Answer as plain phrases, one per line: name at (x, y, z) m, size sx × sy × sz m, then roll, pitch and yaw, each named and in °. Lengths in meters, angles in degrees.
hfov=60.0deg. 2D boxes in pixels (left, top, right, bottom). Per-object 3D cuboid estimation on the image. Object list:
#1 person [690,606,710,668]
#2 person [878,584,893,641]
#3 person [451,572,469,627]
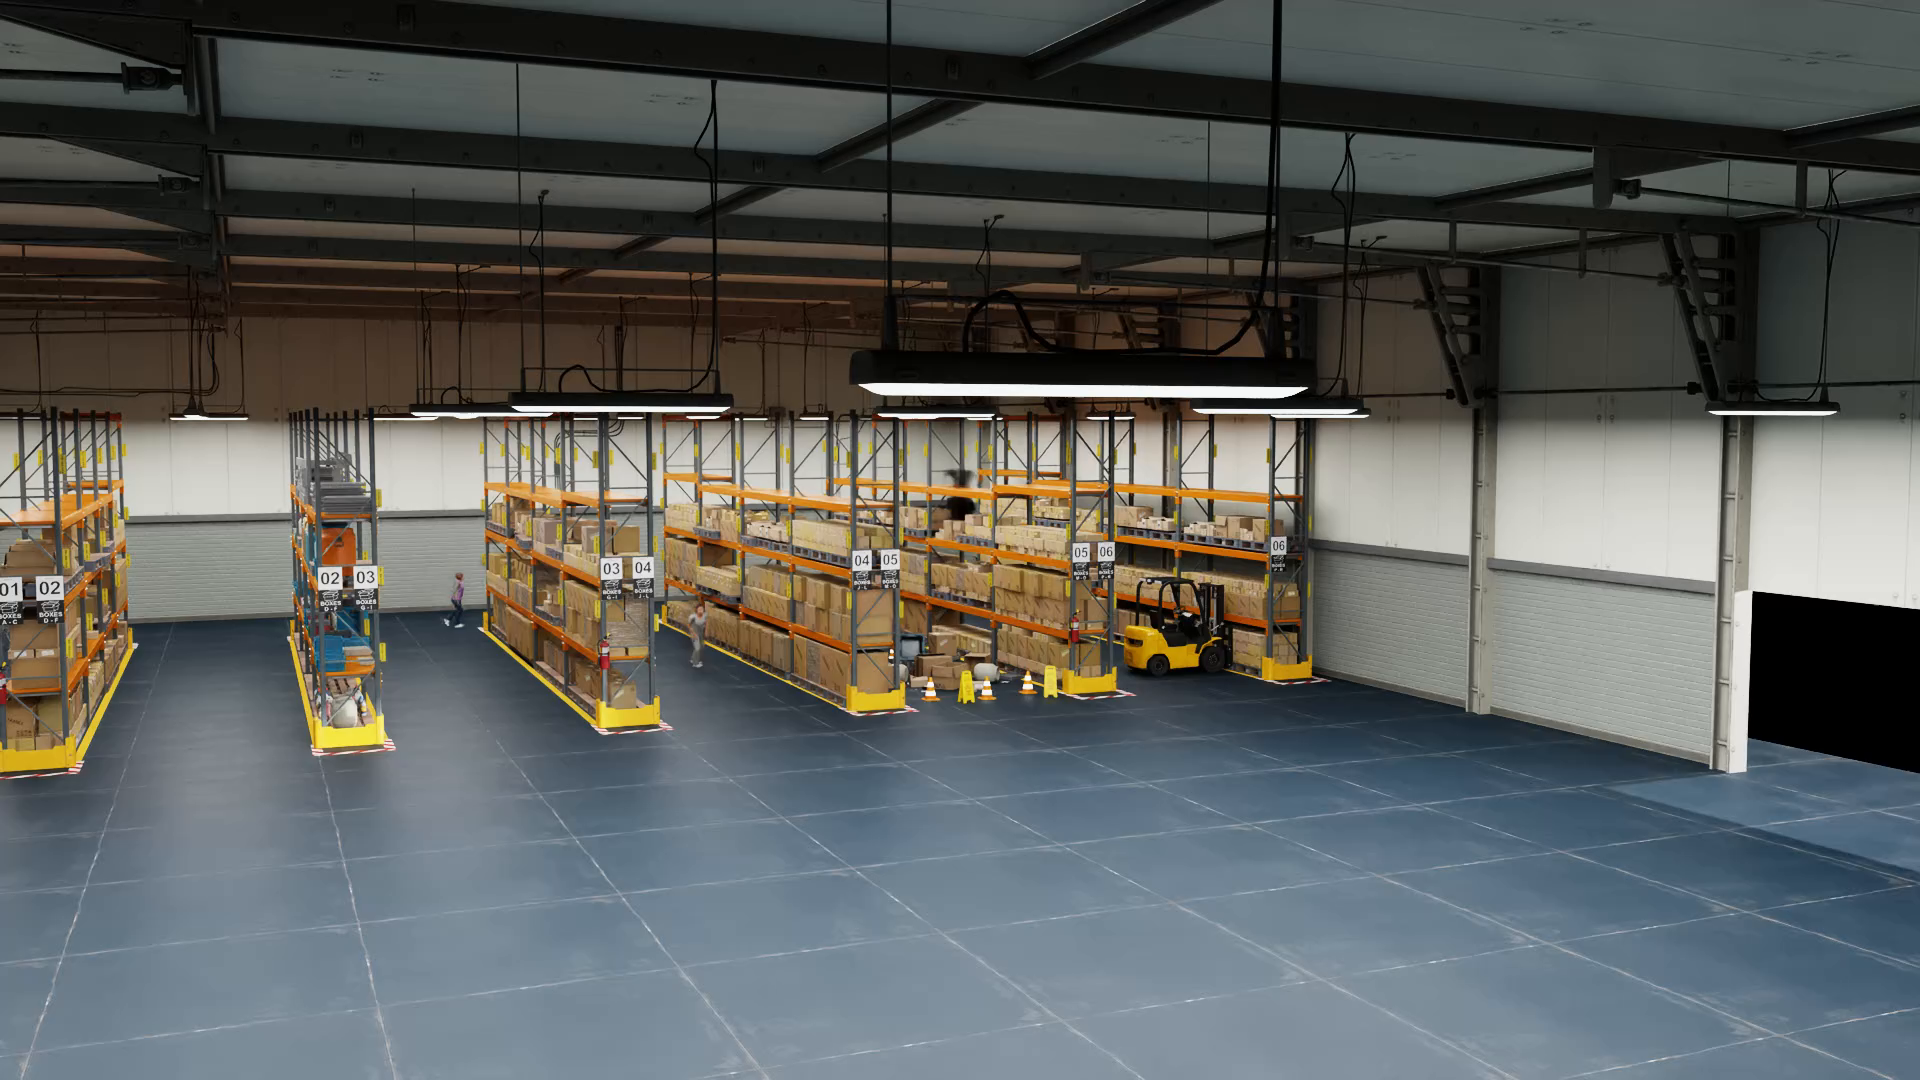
person at (-6.133, 2.255, 38.930) m, size 0.575 × 1.485 × 0.820 m, roll -4°, pitch 5°, yaw -43°
person at (-1.957, 1.933, 42.137) m, size 0.659 × 1.664 × 0.916 m, roll -2°, pitch 4°, yaw -22°
person at (-14.059, 1.669, 46.789) m, size 0.516 × 1.551 × 0.525 m, roll -1°, pitch 4°, yaw -9°
